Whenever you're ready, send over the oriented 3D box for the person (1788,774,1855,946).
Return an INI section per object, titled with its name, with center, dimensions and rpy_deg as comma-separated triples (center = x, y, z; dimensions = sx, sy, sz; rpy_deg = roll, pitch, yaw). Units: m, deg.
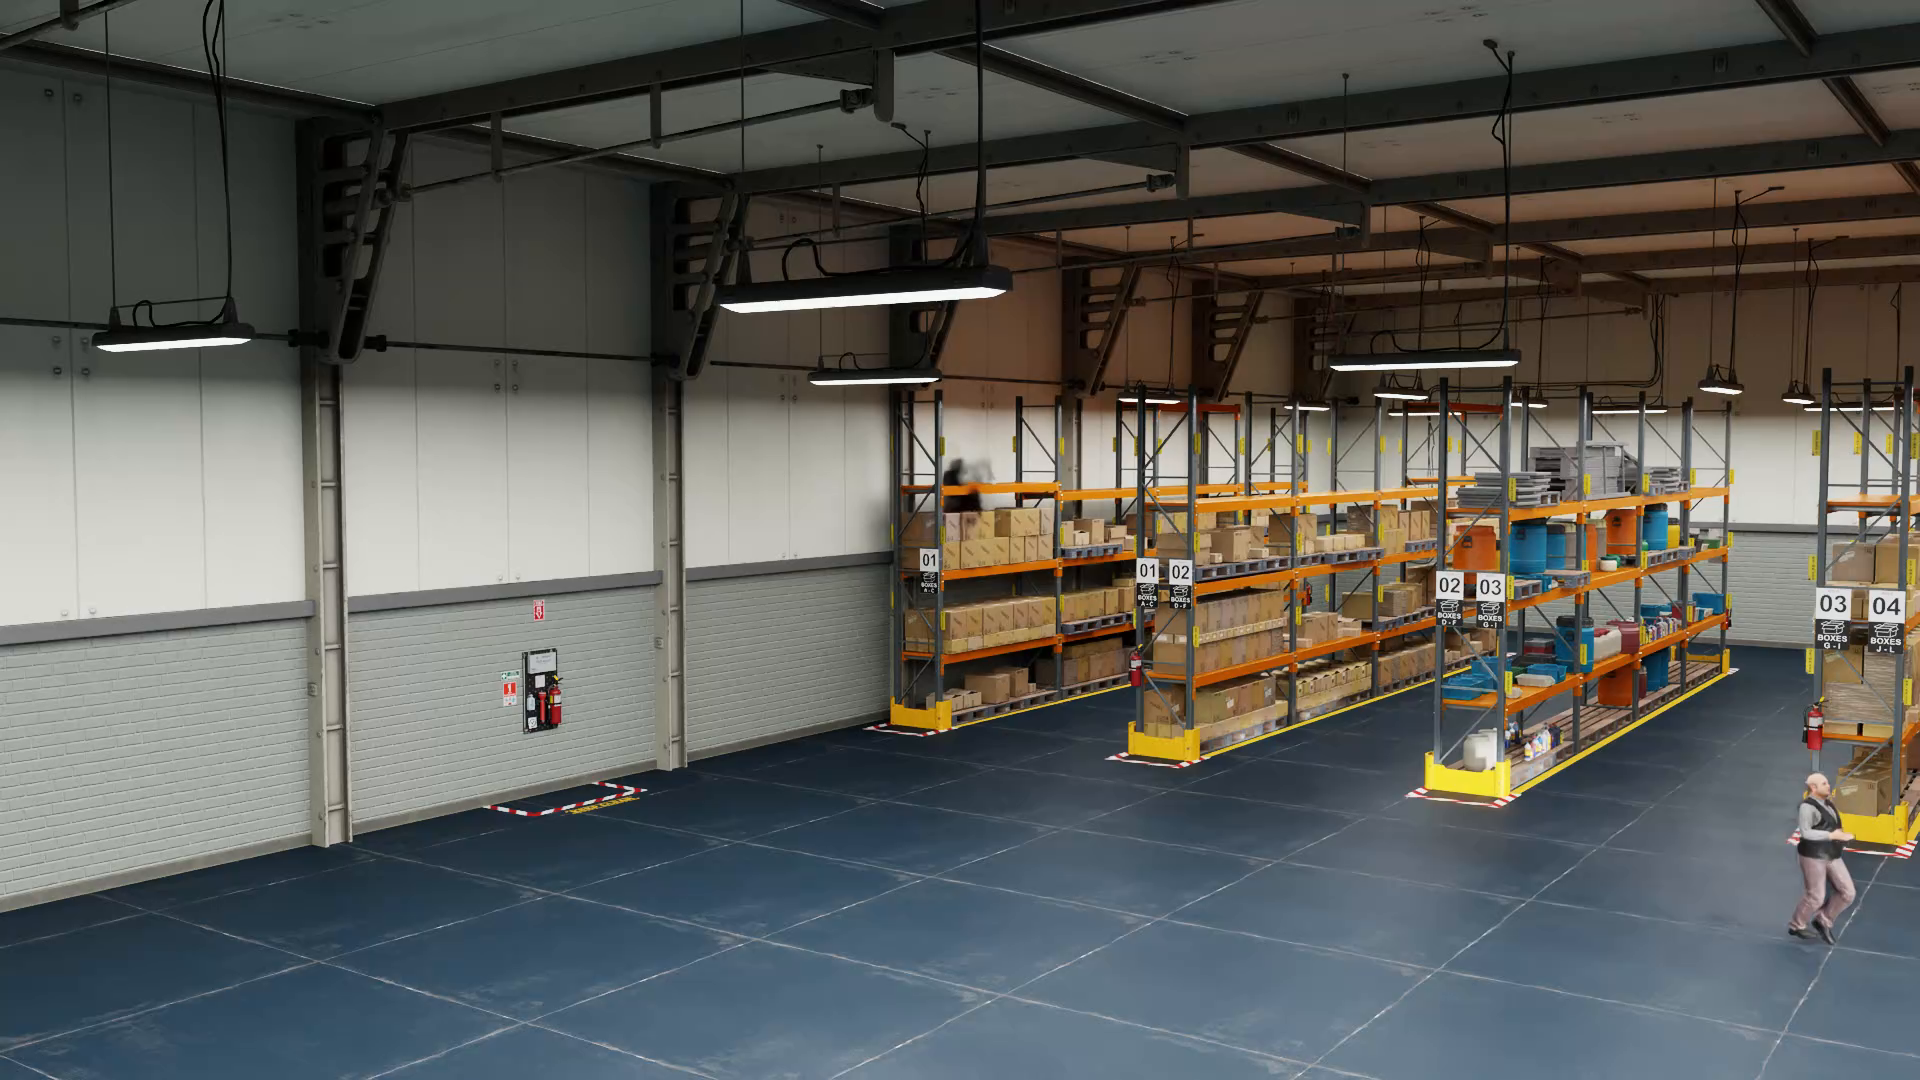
[person]
center = 8.660, 3.215, 16.656
dimensions = 0.640, 1.738, 0.669
rpy_deg = -2, 4, -32
